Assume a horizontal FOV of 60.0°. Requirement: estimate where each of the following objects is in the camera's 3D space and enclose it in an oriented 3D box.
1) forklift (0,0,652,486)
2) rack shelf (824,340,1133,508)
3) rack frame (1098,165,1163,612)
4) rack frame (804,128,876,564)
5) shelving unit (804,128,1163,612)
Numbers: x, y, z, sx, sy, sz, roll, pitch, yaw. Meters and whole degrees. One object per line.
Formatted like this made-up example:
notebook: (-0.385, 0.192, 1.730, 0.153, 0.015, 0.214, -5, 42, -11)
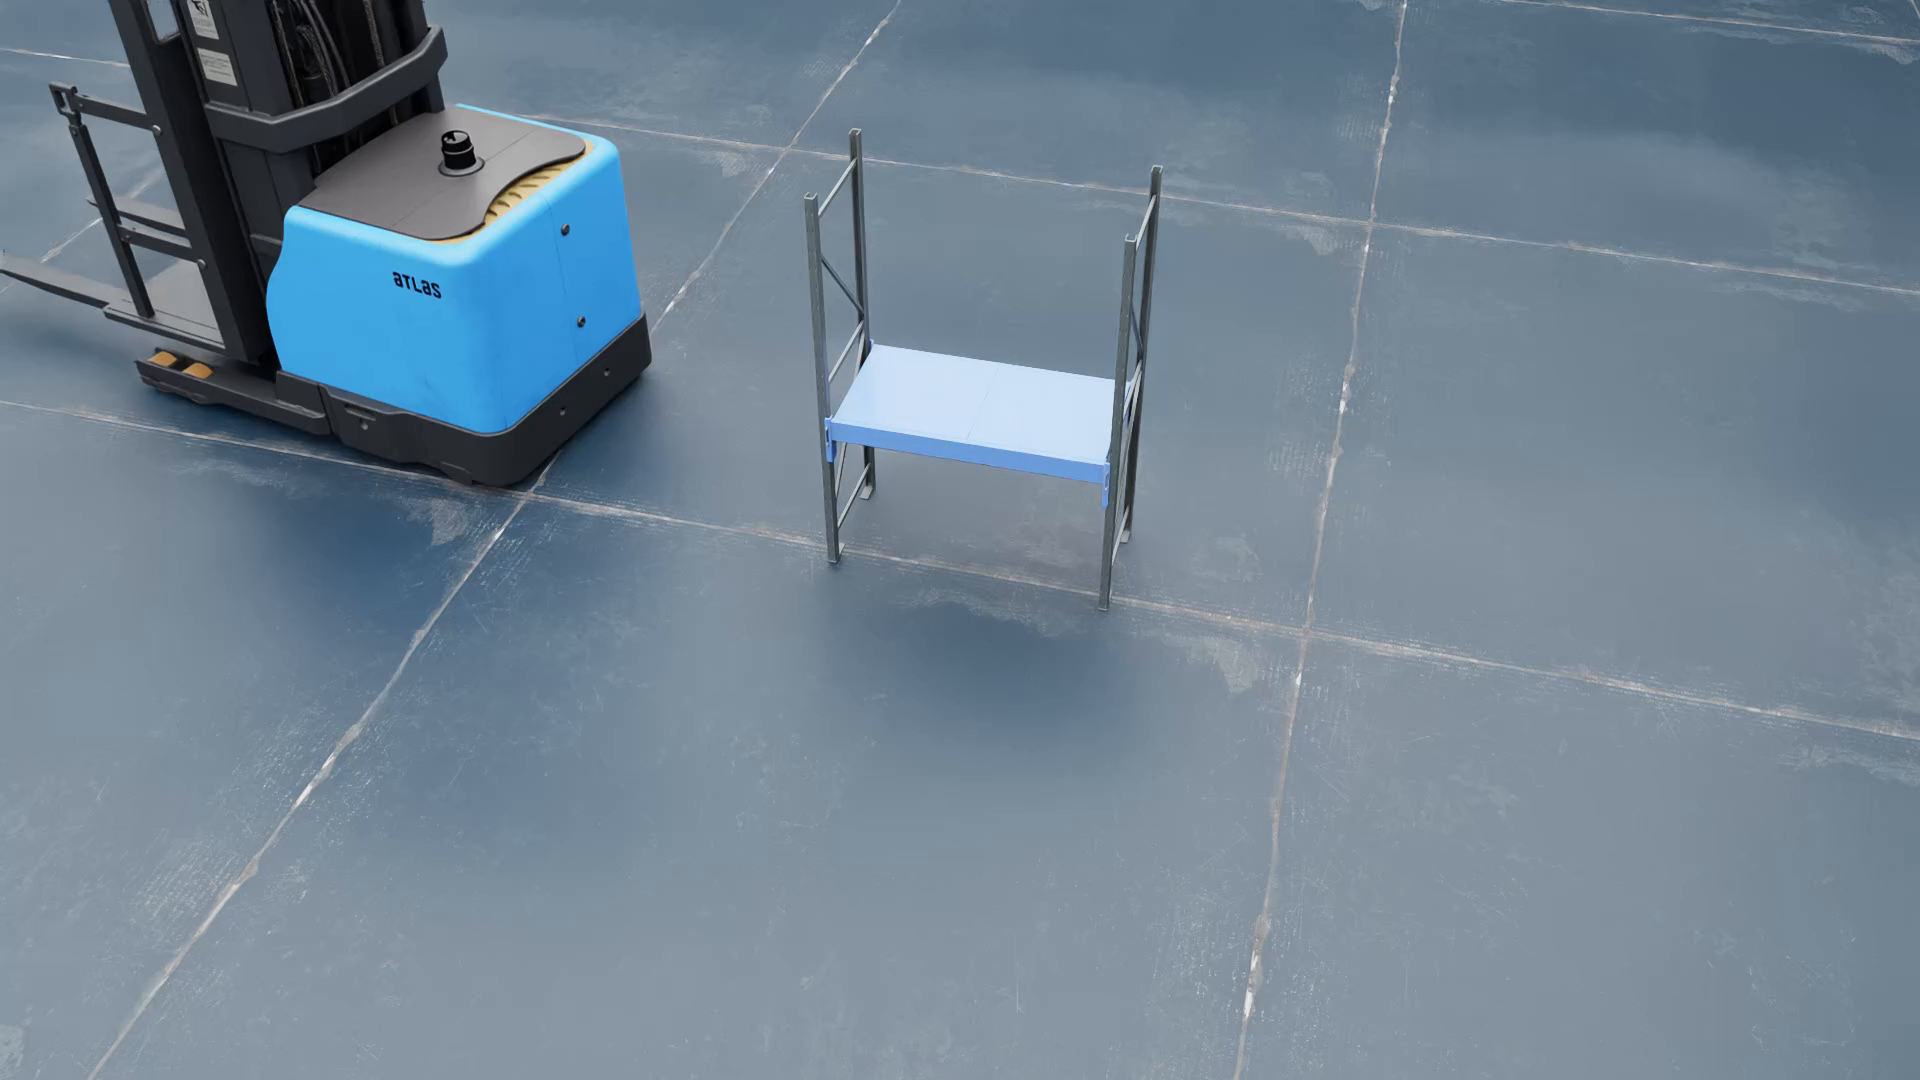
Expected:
forklift: (-2.863, -1.976, 6.324, 3.031, 2.935, 1.130, 17, 43, 19)
rack shelf: (0.082, -0.422, 5.866, 1.000, 0.185, 0.538, 10, 41, 11)
rack frame: (0.573, -0.476, 5.650, 0.032, 1.500, 0.500, 10, 41, 11)
rack frame: (-0.409, -0.645, 5.851, 0.032, 1.500, 0.500, 10, 41, 11)
shelving unit: (0.082, -0.560, 5.751, 1.048, 1.500, 0.538, 10, 41, 11)
